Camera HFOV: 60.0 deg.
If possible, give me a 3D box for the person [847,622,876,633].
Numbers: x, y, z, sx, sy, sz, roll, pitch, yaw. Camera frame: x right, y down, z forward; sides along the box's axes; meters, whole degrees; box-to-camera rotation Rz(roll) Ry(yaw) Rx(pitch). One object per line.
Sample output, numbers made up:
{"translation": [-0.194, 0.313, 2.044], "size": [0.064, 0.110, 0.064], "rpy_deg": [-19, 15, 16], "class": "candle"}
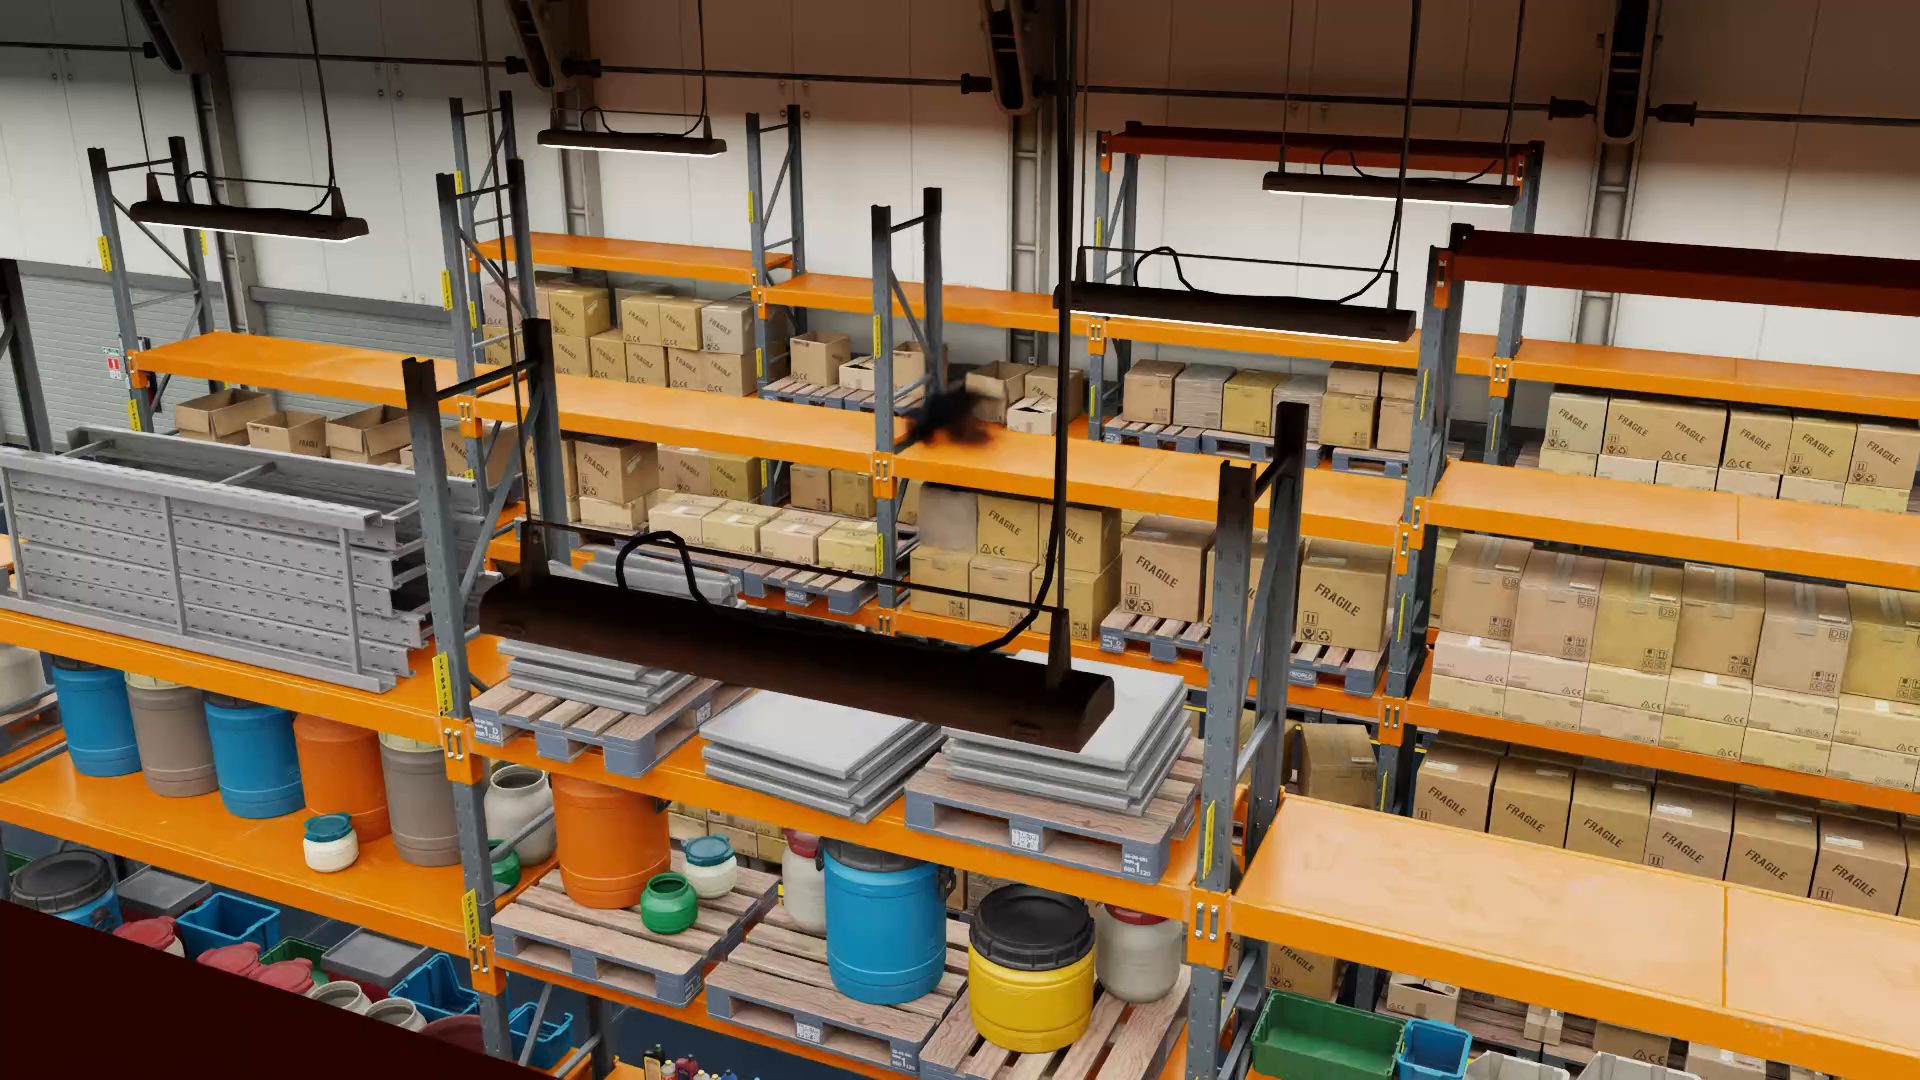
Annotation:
{"translation": [-0.913, 1.156, 16.499], "size": [0.813, 1.618, 0.539], "rpy_deg": [6, 21, 16], "class": "person"}
